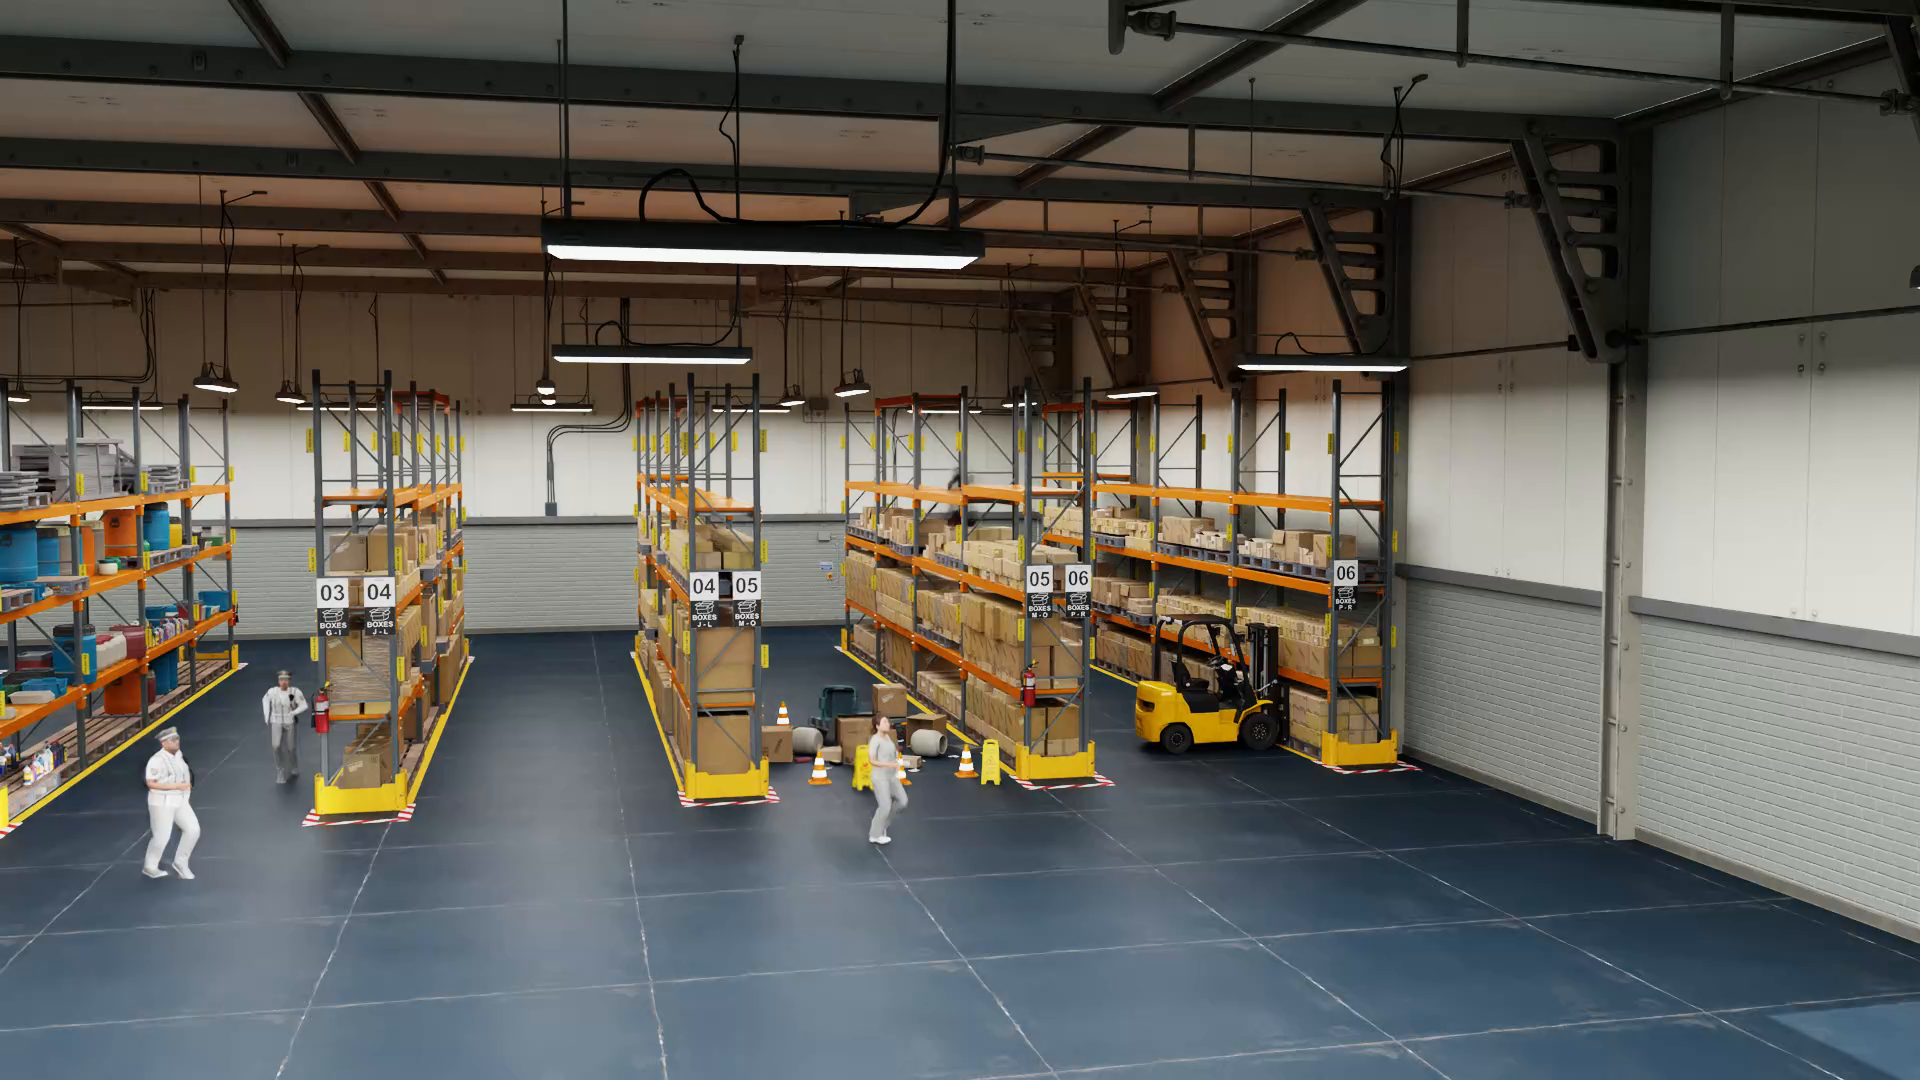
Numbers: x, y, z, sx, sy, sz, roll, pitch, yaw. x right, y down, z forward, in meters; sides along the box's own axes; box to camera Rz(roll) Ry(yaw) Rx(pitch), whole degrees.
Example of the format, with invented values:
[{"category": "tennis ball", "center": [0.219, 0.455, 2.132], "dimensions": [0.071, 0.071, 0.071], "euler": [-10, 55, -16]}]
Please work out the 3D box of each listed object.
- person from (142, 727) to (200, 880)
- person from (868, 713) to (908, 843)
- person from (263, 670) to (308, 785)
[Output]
[{"category": "person", "center": [-9.024, 3.040, 19.004], "dimensions": [0.759, 1.836, 0.645], "euler": [1, 3, 17]}, {"category": "person", "center": [-0.896, 2.976, 20.752], "dimensions": [0.548, 1.627, 0.554], "euler": [2, 4, 30]}, {"category": "person", "center": [-10.056, 2.753, 24.722], "dimensions": [0.588, 1.696, 0.758], "euler": [-1, 3, -16]}]
